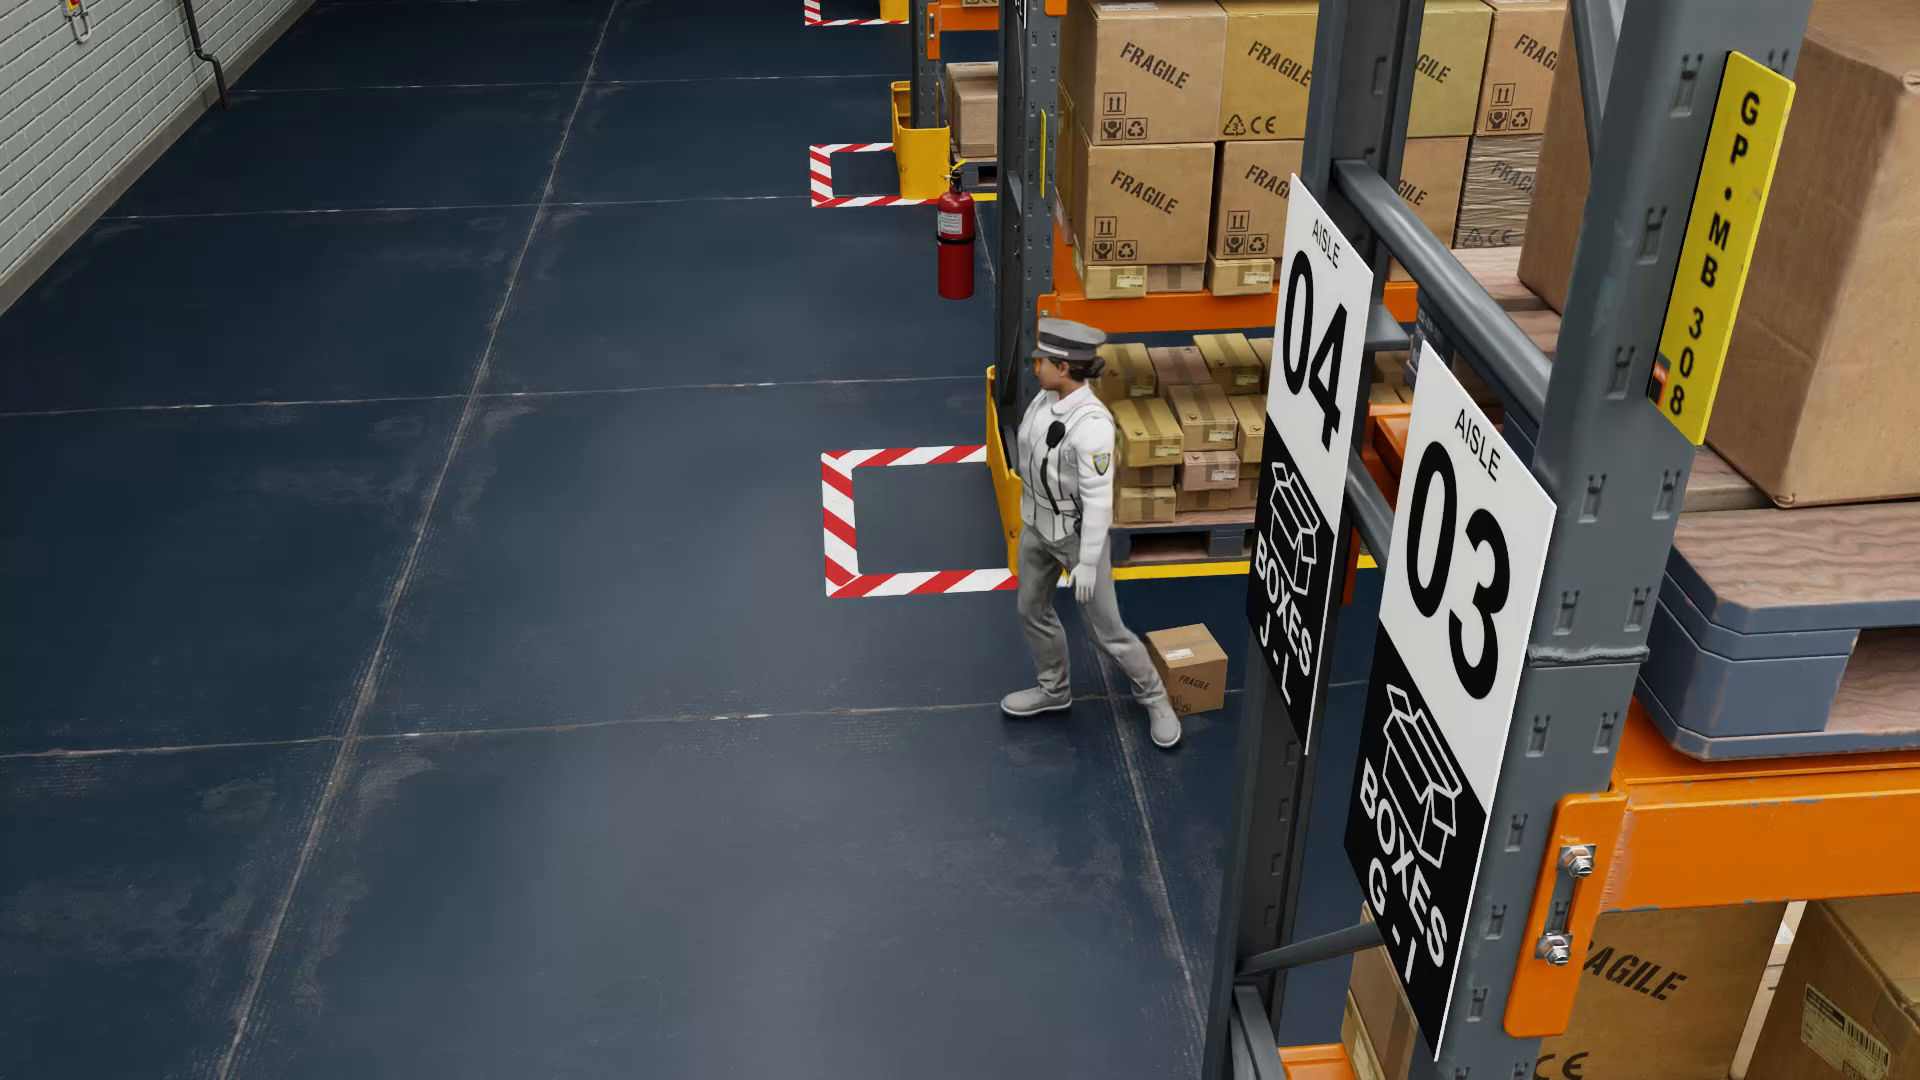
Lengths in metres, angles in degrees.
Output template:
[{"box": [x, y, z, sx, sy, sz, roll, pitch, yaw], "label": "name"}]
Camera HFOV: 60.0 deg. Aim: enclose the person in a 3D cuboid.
[{"box": [0.497, -0.003, 6.133, 0.538, 1.654, 0.727, -17, 35, -26], "label": "person"}]
